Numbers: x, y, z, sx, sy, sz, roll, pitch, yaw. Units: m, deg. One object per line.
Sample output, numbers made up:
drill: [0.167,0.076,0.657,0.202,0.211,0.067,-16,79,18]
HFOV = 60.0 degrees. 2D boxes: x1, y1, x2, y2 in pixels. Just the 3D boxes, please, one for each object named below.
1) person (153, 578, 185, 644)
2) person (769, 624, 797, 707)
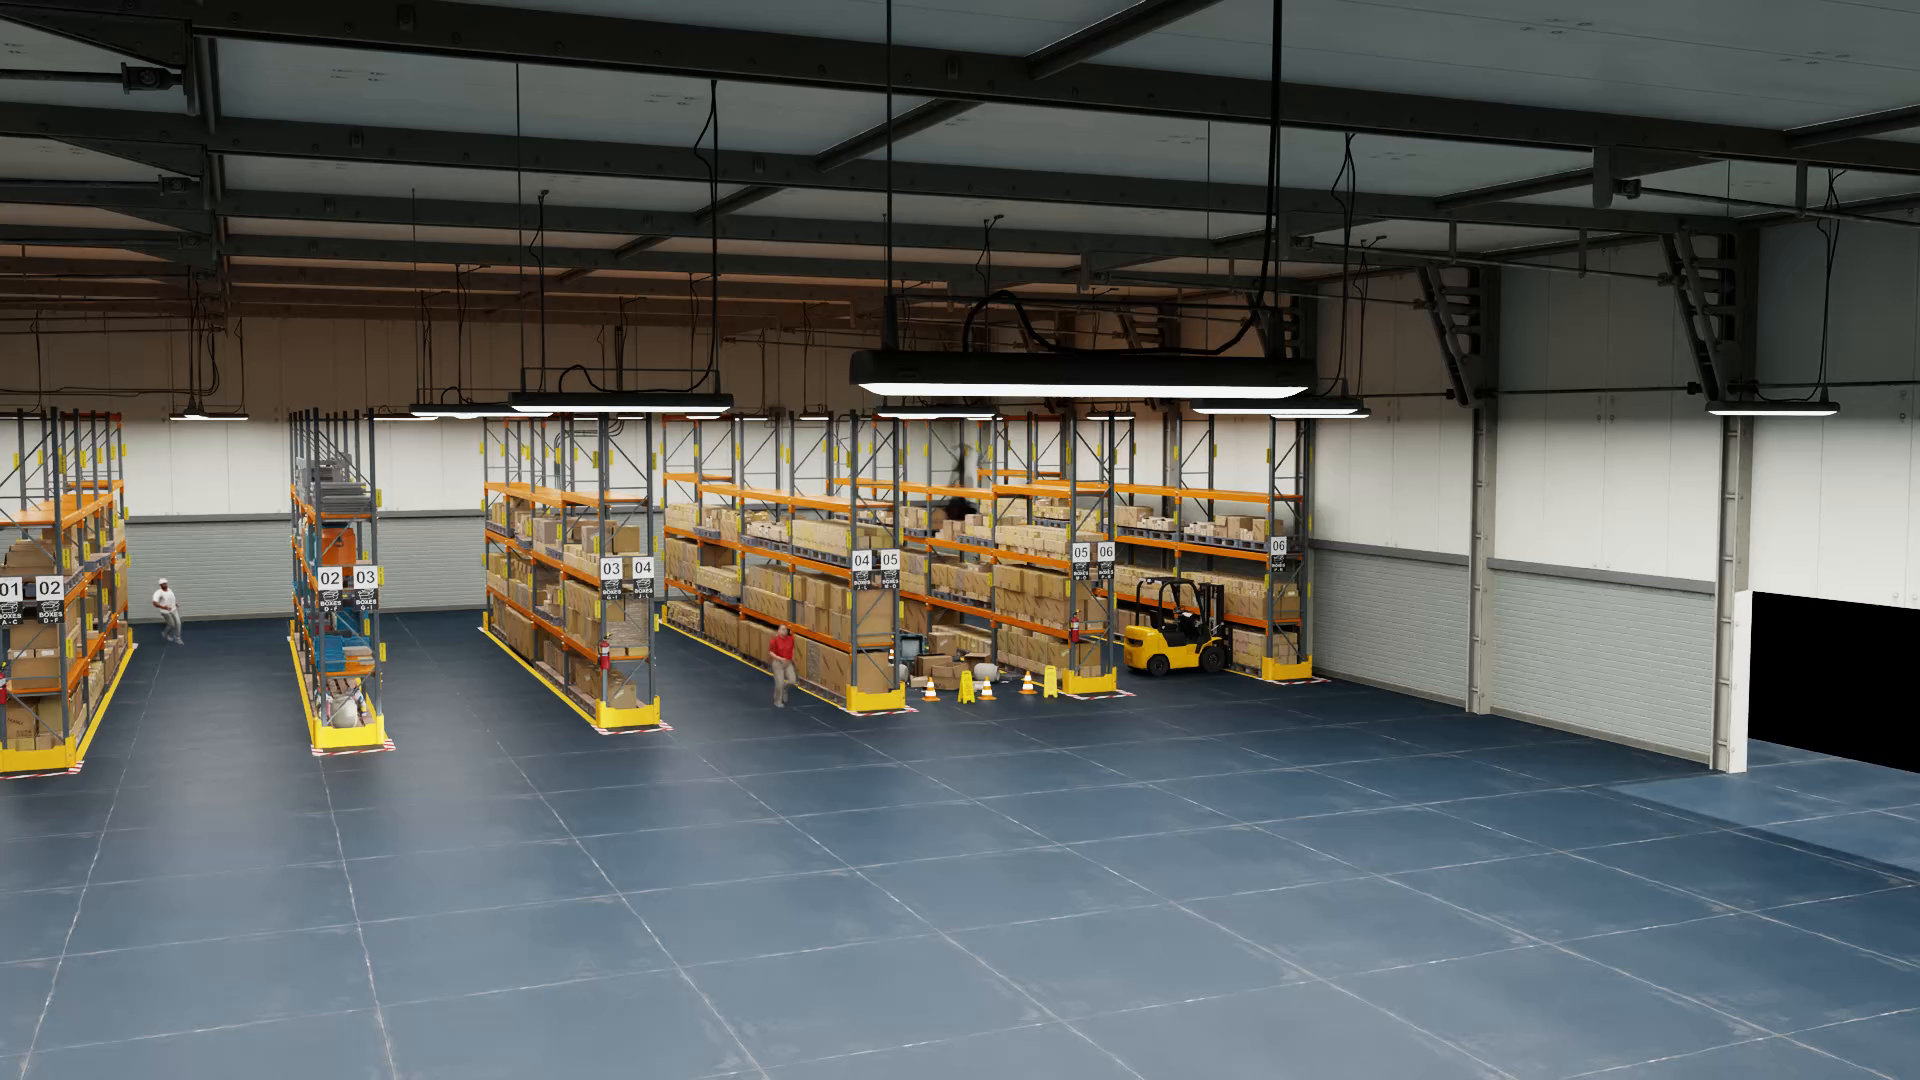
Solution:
person: [-20.544,1.856,43.075,0.715,1.743,0.720,2,4,21]
person: [-3.538,2.532,33.519,0.646,1.679,0.671,-3,5,-34]
